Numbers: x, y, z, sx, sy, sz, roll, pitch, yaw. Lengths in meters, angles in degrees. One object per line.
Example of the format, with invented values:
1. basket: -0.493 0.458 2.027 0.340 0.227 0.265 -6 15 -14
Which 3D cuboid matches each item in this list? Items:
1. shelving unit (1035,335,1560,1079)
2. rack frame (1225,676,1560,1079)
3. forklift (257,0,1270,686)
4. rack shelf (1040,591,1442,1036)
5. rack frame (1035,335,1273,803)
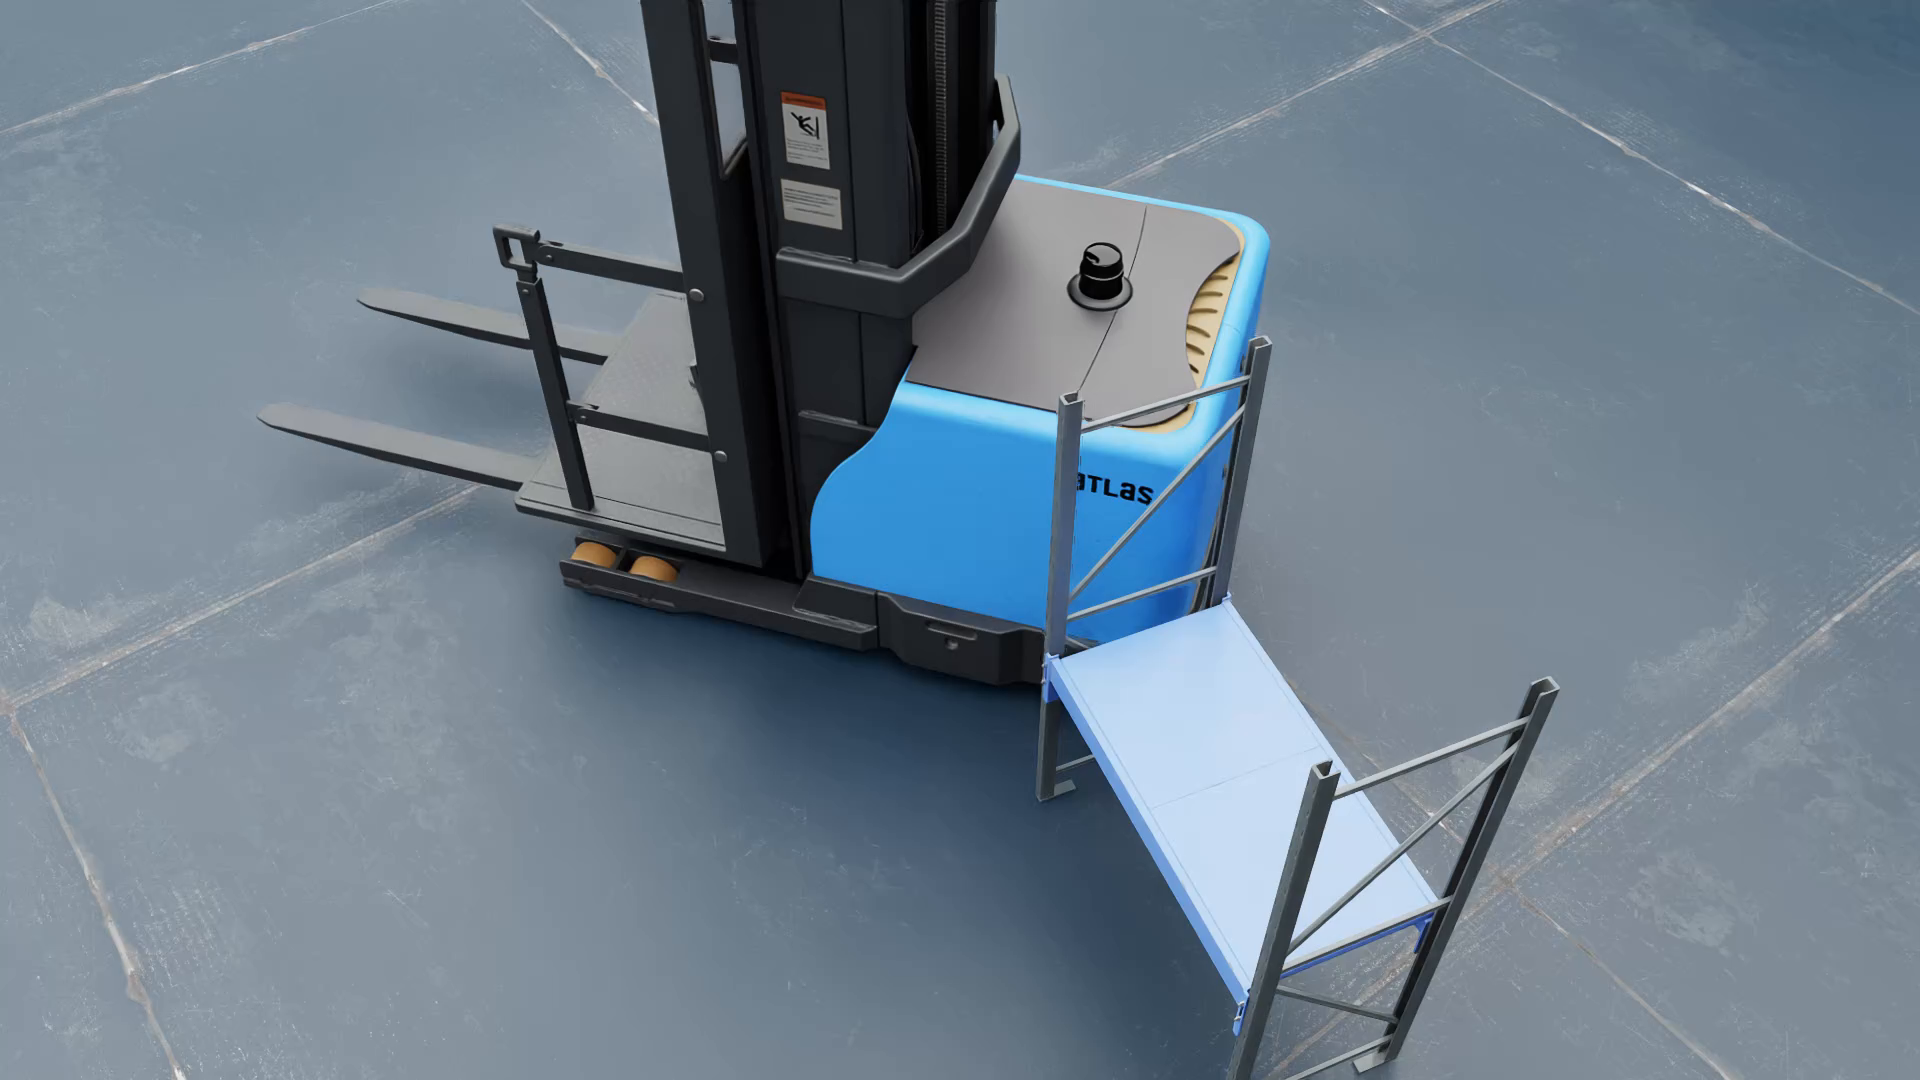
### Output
1. shelving unit: 0.643 0.485 3.798 0.538 1.500 1.048 -17 50 -15
2. rack frame: 0.842 0.832 3.484 0.500 1.500 0.032 -17 50 -15
3. forklift: -0.701 -1.136 4.302 3.031 2.935 1.130 13 49 11
4. rack shelf: 0.643 0.606 3.931 0.538 0.185 1.000 -17 50 -15
5. rack frame: 0.444 0.139 4.112 0.500 1.500 0.032 -17 50 -15
